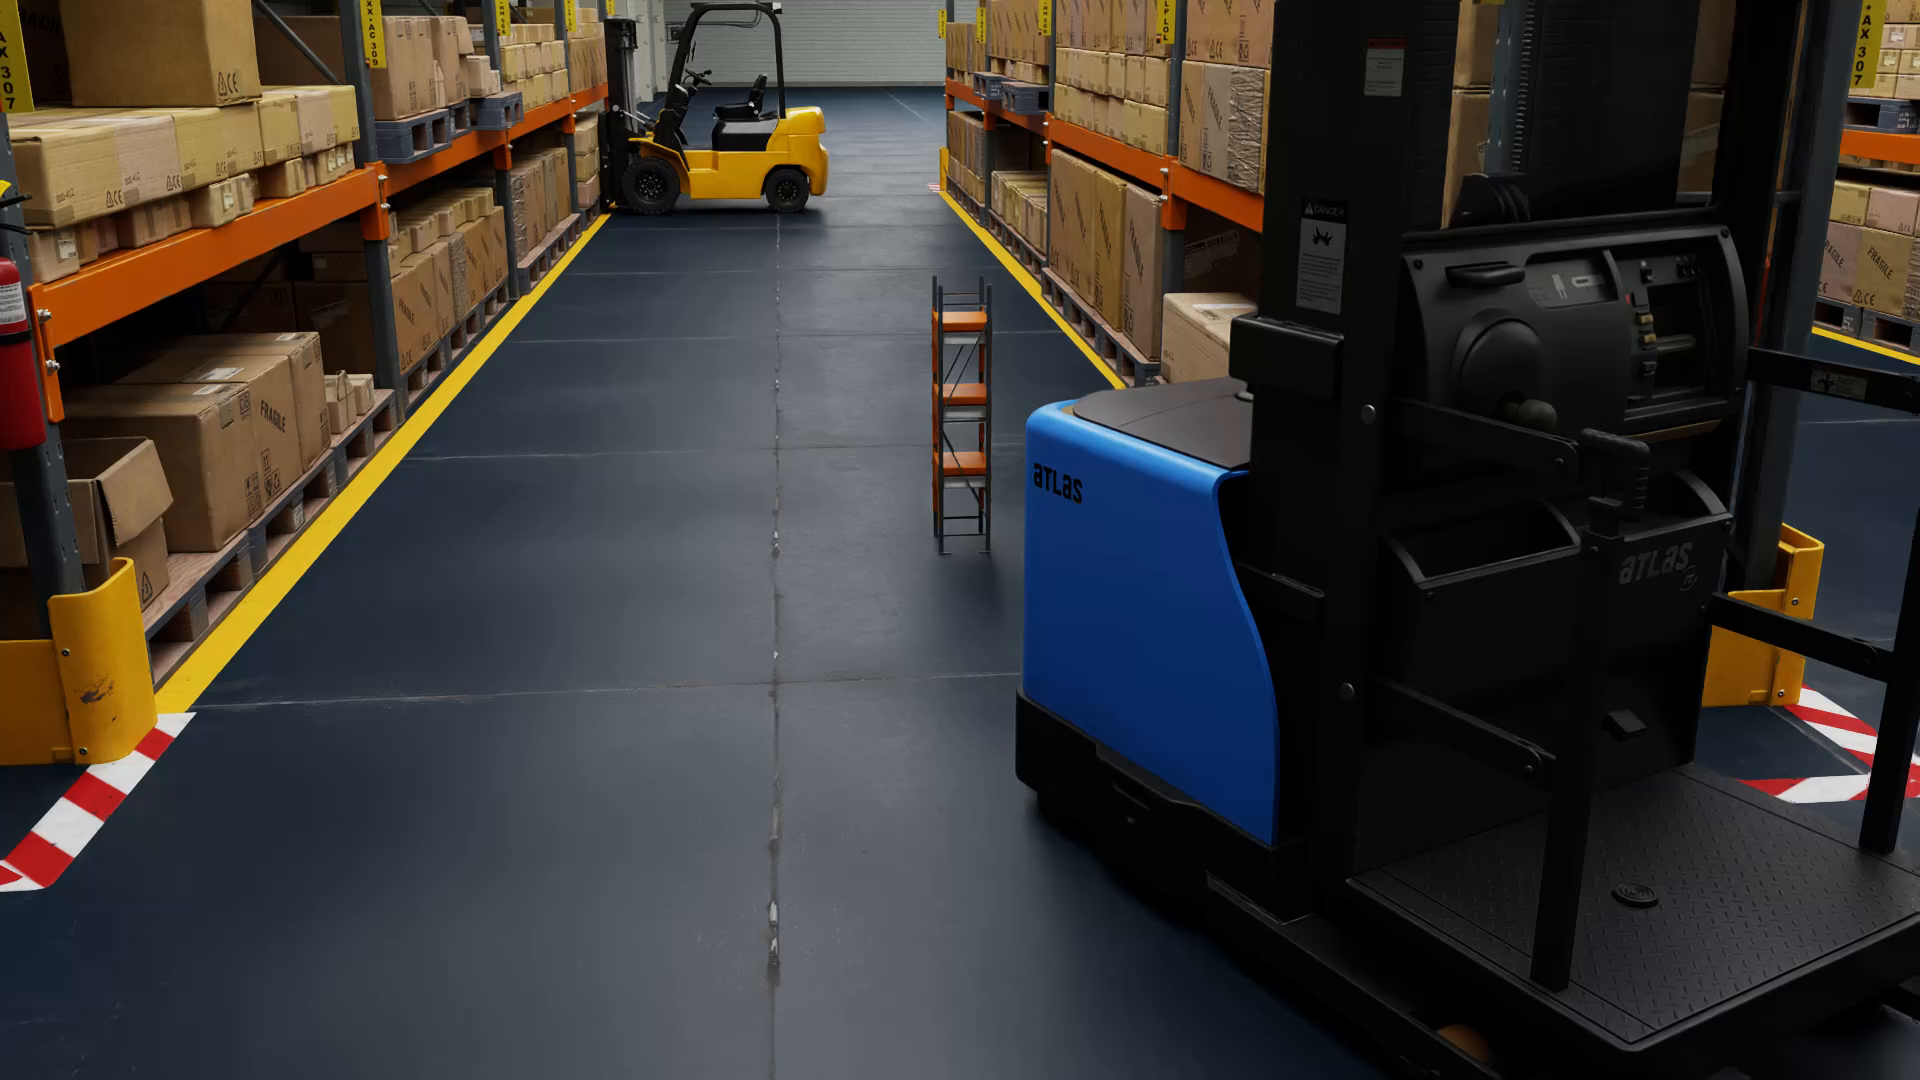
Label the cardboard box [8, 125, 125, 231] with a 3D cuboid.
[{"bbox_3d":[-2.729,-1.028,4.697,0.500,0.250,0.500,-2,18,-5],"label":"cardboard box"}]

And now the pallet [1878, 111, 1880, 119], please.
[{"bbox_3d":[6.255,-3.234,12.292,1.213,0.211,1.003,-2,18,-6],"label":"pallet"}]

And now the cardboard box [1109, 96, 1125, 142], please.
[{"bbox_3d":[1.193,-2.517,9.937,0.500,0.250,0.500,-2,18,-7],"label":"cardboard box"}]

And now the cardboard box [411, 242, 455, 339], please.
[{"bbox_3d":[-3.300,-1.472,9.829,0.500,0.500,0.500,-2,18,-7],"label":"cardboard box"}]

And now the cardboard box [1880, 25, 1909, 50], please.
[{"bbox_3d":[6.119,-3.209,10.617,0.380,0.149,0.250,-3,18,-8],"label":"cardboard box"}]

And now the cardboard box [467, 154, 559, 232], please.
[{"bbox_3d":[-4.050,-3.070,14.711,0.875,0.625,0.625,-2,18,-6],"label":"cardboard box"}]

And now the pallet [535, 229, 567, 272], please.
[{"bbox_3d":[-3.944,-2.476,14.212,1.003,0.211,1.213,-2,18,-6],"label":"pallet"}]

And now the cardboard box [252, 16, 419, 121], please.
[{"bbox_3d":[-3.190,-2.405,8.461,0.700,0.500,0.500,-1,17,-4],"label":"cardboard box"}]

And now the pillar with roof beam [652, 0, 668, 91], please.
[{"bbox_3d":[-4.237,-17.279,46.691,9.100,9.000,0.400,-2,18,-6],"label":"pillar with roof beam"}]

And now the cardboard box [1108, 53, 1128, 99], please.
[{"bbox_3d":[1.169,-2.754,9.856,0.500,0.250,0.500,-1,17,-4],"label":"cardboard box"}]

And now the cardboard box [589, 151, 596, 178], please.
[{"bbox_3d":[-3.984,-3.820,16.891,0.500,0.250,0.500,-2,18,-6],"label":"cardboard box"}]

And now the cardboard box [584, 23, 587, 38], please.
[{"bbox_3d":[-4.098,-5.311,17.335,0.380,0.149,0.250,-2,18,-7],"label":"cardboard box"}]

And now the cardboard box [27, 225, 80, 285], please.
[{"bbox_3d":[-2.711,-0.800,4.638,0.380,0.149,0.250,-2,18,-6],"label":"cardboard box"}]

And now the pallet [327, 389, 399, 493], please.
[{"bbox_3d":[-3.292,-0.470,7.824,1.003,0.211,1.213,-2,18,-6],"label":"pallet"}]

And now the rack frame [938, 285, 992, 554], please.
[{"bbox_3d":[0.018,-0.449,6.353,0.200,1.050,0.008,-2,18,-6],"label":"rack frame"}]

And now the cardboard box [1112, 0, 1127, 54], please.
[{"bbox_3d":[1.185,-3.116,9.758,0.500,0.500,0.500,-1,17,-4],"label":"cardboard box"}]

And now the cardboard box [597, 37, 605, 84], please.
[{"bbox_3d":[-4.244,-5.335,18.496,0.500,0.500,0.500,-1,17,-4],"label":"cardboard box"}]

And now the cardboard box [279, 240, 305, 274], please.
[{"bbox_3d":[-3.719,-1.502,8.842,0.380,0.149,0.250,-2,18,-6],"label":"cardboard box"}]

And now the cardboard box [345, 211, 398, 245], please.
[{"bbox_3d":[-3.209,-1.656,8.836,0.380,0.149,0.250,-3,18,-8],"label":"cardboard box"}]

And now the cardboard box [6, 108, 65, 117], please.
[{"bbox_3d":[-3.359,-1.314,5.610,0.500,0.250,0.500,-1,17,-4],"label":"cardboard box"}]

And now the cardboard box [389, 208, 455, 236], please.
[{"bbox_3d":[-3.363,-1.979,10.363,0.380,0.149,0.250,-3,18,-8],"label":"cardboard box"}]

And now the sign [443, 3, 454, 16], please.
[{"bbox_3d":[-4.739,-4.822,15.452,0.100,0.325,0.005,-2,18,-6],"label":"sign"}]

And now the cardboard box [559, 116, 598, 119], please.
[{"bbox_3d":[-4.122,-4.517,18.277,0.500,0.250,0.500,-2,17,-5],"label":"cardboard box"}]

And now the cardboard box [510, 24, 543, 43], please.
[{"bbox_3d":[-3.666,-4.195,13.782,0.380,0.149,0.250,-2,18,-7],"label":"cardboard box"}]

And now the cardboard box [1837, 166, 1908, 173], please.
[{"bbox_3d":[6.469,-2.555,12.027,0.500,0.250,0.500,-2,17,-5],"label":"cardboard box"}]

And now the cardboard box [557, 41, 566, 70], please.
[{"bbox_3d":[-3.882,-4.418,15.157,0.500,0.250,0.500,-2,18,-7],"label":"cardboard box"}]

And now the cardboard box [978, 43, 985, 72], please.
[{"bbox_3d":[0.456,-4.858,16.479,0.500,0.500,0.500,-2,18,-7],"label":"cardboard box"}]

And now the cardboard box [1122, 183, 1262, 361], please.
[{"bbox_3d":[1.431,-1.529,9.386,0.875,0.875,0.875,-1,17,-4],"label":"cardboard box"}]

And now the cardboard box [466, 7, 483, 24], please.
[{"bbox_3d":[-4.521,-4.974,15.766,0.380,0.149,0.250,-2,18,-6],"label":"cardboard box"}]

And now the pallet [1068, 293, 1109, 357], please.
[{"bbox_3d":[1.291,-1.422,10.853,1.003,0.211,1.213,-2,18,-6],"label":"pallet"}]

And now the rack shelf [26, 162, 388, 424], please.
[{"bbox_3d":[-3.156,-1.067,6.268,1.077,0.370,4.000,-2,18,-6],"label":"rack shelf"}]

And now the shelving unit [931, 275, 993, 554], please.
[{"bbox_3d":[0.006,-0.485,6.469,0.215,1.050,0.252,-2,18,-6],"label":"shelving unit"}]

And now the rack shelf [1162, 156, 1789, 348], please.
[{"bbox_3d":[1.781,-1.221,6.760,1.077,0.370,4.000,-2,18,-6],"label":"rack shelf"}]

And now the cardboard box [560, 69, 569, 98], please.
[{"bbox_3d":[-3.875,-4.176,15.220,0.500,0.250,0.500,-1,17,-4],"label":"cardboard box"}]

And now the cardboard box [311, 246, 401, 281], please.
[{"bbox_3d":[-3.135,-1.438,8.639,0.380,0.149,0.250,-1,17,-3],"label":"cardboard box"}]

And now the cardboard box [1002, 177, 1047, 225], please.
[{"bbox_3d":[0.884,-3.120,15.293,0.950,0.372,0.625,-1,17,-2],"label":"cardboard box"}]

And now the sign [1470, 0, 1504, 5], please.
[{"bbox_3d":[1.446,-1.621,4.505,0.100,0.325,0.005,-2,18,-6],"label":"sign"}]

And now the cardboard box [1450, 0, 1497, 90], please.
[{"bbox_3d":[1.701,-1.629,5.023,0.500,0.500,0.500,-1,17,-4],"label":"cardboard box"}]

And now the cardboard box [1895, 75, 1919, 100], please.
[{"bbox_3d":[6.139,-2.845,10.449,0.380,0.149,0.250,-3,18,-8],"label":"cardboard box"}]

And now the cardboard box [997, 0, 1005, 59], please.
[{"bbox_3d":[0.602,-4.488,14.600,0.500,0.500,0.500,-2,18,-6],"label":"cardboard box"}]

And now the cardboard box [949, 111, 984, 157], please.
[{"bbox_3d":[0.148,-4.726,19.359,0.500,0.500,0.500,-2,18,-7],"label":"cardboard box"}]

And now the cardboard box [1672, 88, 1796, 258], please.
[{"bbox_3d":[2.223,-1.168,5.223,0.500,0.500,0.500,-2,18,-6],"label":"cardboard box"}]

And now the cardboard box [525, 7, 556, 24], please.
[{"bbox_3d":[-3.925,-4.992,15.825,0.380,0.149,0.250,-1,17,-5],"label":"cardboard box"}]

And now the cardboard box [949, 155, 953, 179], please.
[{"bbox_3d":[0.145,-4.375,19.494,0.500,0.250,0.500,-2,18,-6],"label":"cardboard box"}]

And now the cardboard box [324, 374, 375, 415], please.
[{"bbox_3d":[-3.013,-0.689,7.922,0.380,0.149,0.250,-2,18,-7],"label":"cardboard box"}]

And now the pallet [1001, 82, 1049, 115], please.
[{"bbox_3d":[0.983,-3.469,13.040,1.213,0.211,1.003,-2,18,-6],"label":"pallet"}]

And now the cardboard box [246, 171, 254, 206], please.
[{"bbox_3d":[-2.937,-1.338,6.352,0.380,0.149,0.250,-2,18,-6],"label":"cardboard box"}]

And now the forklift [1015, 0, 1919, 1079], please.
[{"bbox_3d":[1.335,-0.409,3.085,1.130,2.935,3.031,-10,20,-29],"label":"forklift"}]

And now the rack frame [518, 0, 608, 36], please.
[{"bbox_3d":[-4.600,-5.581,19.446,1.000,3.000,0.127,-2,18,-6],"label":"rack frame"}]
